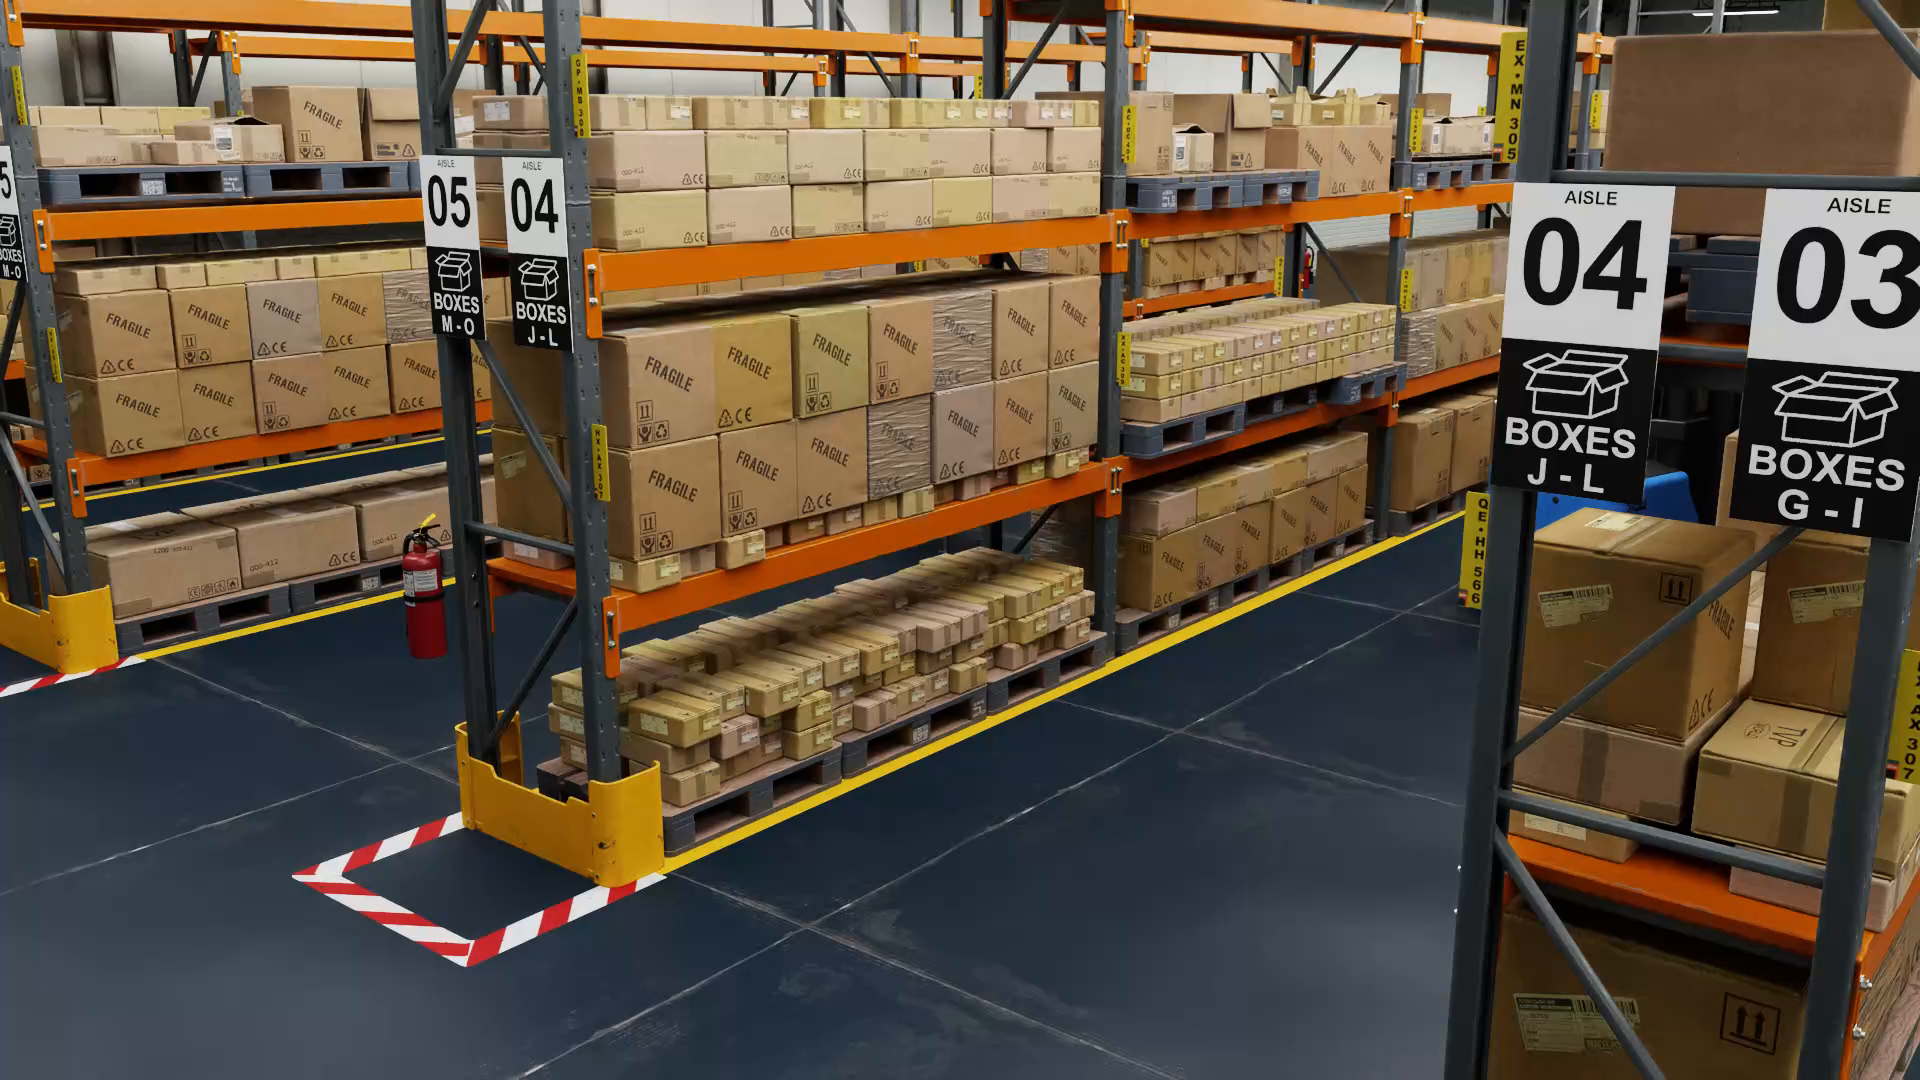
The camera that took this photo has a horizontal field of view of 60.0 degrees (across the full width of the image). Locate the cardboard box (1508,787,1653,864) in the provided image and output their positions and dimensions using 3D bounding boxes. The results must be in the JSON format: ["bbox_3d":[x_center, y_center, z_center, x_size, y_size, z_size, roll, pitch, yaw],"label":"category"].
[{"bbox_3d":[1.811,0.797,4.903,0.380,0.149,0.250,12,18,39],"label":"cardboard box"}]

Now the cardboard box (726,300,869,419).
[{"bbox_3d":[-0.806,-0.908,8.268,0.500,0.500,0.500,11,18,36],"label":"cardboard box"}]

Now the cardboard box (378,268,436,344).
[{"bbox_3d":[-4.070,-1.710,12.029,0.500,0.500,0.500,12,18,38],"label":"cardboard box"}]

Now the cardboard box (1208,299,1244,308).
[{"bbox_3d":[3.385,-2.979,21.150,0.380,0.149,0.250,12,19,40],"label":"cardboard box"}]

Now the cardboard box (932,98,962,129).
[{"bbox_3d":[-0.214,-2.221,8.661,0.380,0.149,0.250,11,18,37],"label":"cardboard box"}]

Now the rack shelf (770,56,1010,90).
[{"bbox_3d":[-0.929,-6.553,23.414,1.077,0.370,4.000,11,18,38],"label":"rack shelf"}]

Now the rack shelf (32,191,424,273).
[{"bbox_3d":[-4.608,-2.227,11.667,1.077,0.370,4.000,11,18,38],"label":"rack shelf"}]

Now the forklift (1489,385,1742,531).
[{"bbox_3d":[5.104,-1.037,11.752,3.031,2.935,1.130,-10,18,-35],"label":"forklift"}]

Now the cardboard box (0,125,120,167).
[{"bbox_3d":[-5.652,-2.472,10.419,0.500,0.250,0.500,9,17,32],"label":"cardboard box"}]

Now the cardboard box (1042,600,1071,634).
[{"bbox_3d":[0.452,0.439,10.136,0.380,0.149,0.250,10,17,35],"label":"cardboard box"}]

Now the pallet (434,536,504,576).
[{"bbox_3d":[-3.889,-0.020,13.273,1.003,0.211,1.213,11,18,38],"label":"pallet"}]

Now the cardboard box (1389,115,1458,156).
[{"bbox_3d":[3.703,-3.292,13.521,0.500,0.311,0.500,11,18,38],"label":"cardboard box"}]

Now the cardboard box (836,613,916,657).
[{"bbox_3d":[-0.462,0.532,9.166,0.380,0.149,0.250,11,18,38],"label":"cardboard box"}]

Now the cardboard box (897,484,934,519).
[{"bbox_3d":[-0.361,-0.235,8.966,0.380,0.149,0.250,12,18,39],"label":"cardboard box"}]

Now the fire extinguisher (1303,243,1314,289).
[{"bbox_3d":[4.622,-3.716,22.316,0.296,0.674,0.183,11,18,38],"label":"fire extinguisher"}]

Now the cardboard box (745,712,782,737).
[{"bbox_3d":[-1.121,0.877,8.412,0.380,0.149,0.250,12,18,38],"label":"cardboard box"}]

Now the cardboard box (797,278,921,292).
[{"bbox_3d":[-0.565,-1.194,9.391,0.500,0.500,0.500,12,18,38],"label":"cardboard box"}]

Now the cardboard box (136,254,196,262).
[{"bbox_3d":[-5.367,-1.843,11.234,0.380,0.149,0.250,12,18,39],"label":"cardboard box"}]

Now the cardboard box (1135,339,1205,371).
[{"bbox_3d":[1.339,-1.187,10.653,0.380,0.149,0.250,12,18,39],"label":"cardboard box"}]

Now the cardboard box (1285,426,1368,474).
[{"bbox_3d":[2.851,-0.708,13.020,0.500,0.250,0.500,11,18,36],"label":"cardboard box"}]

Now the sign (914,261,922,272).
[{"bbox_3d":[-0.403,-2.747,15.992,0.100,0.325,0.005,11,18,38],"label":"sign"}]

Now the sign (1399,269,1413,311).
[{"bbox_3d":[3.505,-1.965,13.075,0.100,0.325,0.005,11,18,38],"label":"sign"}]

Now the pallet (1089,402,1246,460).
[{"bbox_3d":[1.157,-0.789,11.027,1.003,0.211,1.213,11,18,38],"label":"pallet"}]

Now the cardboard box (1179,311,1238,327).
[{"bbox_3d":[1.811,-1.584,12.215,0.380,0.149,0.250,12,19,39],"label":"cardboard box"}]

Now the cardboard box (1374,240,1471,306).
[{"bbox_3d":[4.005,-2.338,14.498,0.700,0.500,0.500,11,18,37],"label":"cardboard box"}]

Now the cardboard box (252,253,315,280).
[{"bbox_3d":[-4.599,-1.858,11.292,0.380,0.149,0.250,11,18,38],"label":"cardboard box"}]

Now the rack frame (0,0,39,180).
[{"bbox_3d":[-5.865,-3.647,9.701,1.000,3.000,0.127,11,18,38],"label":"rack frame"}]

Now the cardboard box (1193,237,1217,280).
[{"bbox_3d":[2.794,-3.465,20.362,0.500,0.500,0.500,11,18,37],"label":"cardboard box"}]

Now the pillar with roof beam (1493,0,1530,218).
[{"bbox_3d":[17.622,-11.414,40.278,9.100,9.000,0.548,11,18,38],"label":"pillar with roof beam"}]

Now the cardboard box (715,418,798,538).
[{"bbox_3d":[-1.137,-0.335,8.041,0.500,0.500,0.500,11,18,38],"label":"cardboard box"}]

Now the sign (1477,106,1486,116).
[{"bbox_3d":[5.158,-4.119,16.441,0.100,0.325,0.005,11,18,38],"label":"sign"}]

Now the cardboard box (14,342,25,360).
[{"bbox_3d":[-8.310,-1.698,14.724,0.380,0.149,0.250,12,18,39],"label":"cardboard box"}]

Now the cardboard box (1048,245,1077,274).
[{"bbox_3d":[0.926,-3.116,18.137,0.500,0.500,0.500,12,19,39],"label":"cardboard box"}]

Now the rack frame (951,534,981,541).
[{"bbox_3d":[0.049,-1.033,13.424,0.400,2.100,0.015,11,18,38],"label":"rack frame"}]

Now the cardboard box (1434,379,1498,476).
[{"bbox_3d":[4.662,-1.087,15.524,1.050,0.750,0.750,11,18,38],"label":"cardboard box"}]

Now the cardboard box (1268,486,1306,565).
[{"bbox_3d":[2.218,-0.147,12.334,0.500,0.500,0.500,10,18,35],"label":"cardboard box"}]

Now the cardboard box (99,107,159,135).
[{"bbox_3d":[-7.656,-3.808,15.112,0.500,0.250,0.500,11,18,37],"label":"cardboard box"}]

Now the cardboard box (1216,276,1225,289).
[{"bbox_3d":[3.073,-3.222,20.725,0.380,0.149,0.250,11,18,37],"label":"cardboard box"}]

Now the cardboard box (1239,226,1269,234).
[{"bbox_3d":[3.476,-4.139,20.987,0.700,0.500,0.500,11,18,37],"label":"cardboard box"}]

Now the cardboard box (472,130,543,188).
[{"bbox_3d":[-1.859,-1.743,7.590,0.500,0.250,0.500,11,18,36],"label":"cardboard box"}]

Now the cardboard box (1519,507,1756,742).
[{"bbox_3d":[1.945,0.226,4.820,0.500,0.500,0.500,12,18,38],"label":"cardboard box"}]

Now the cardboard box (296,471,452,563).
[{"bbox_3d":[-4.391,-0.192,12.636,0.875,0.438,0.875,11,18,36],"label":"cardboard box"}]

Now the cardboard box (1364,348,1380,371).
[{"bbox_3d":[2.967,-1.393,12.673,0.380,0.149,0.250,11,18,37],"label":"cardboard box"}]

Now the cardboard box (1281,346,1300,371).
[{"bbox_3d":[2.150,-1.288,11.656,0.380,0.149,0.250,11,18,36],"label":"cardboard box"}]

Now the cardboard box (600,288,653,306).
[{"bbox_3d":[-2.850,-2.078,13.476,0.500,0.500,0.500,12,18,38],"label":"cardboard box"}]

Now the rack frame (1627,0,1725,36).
[{"bbox_3d":[8.105,-5.964,18.823,1.000,3.000,0.127,11,18,38],"label":"rack frame"}]

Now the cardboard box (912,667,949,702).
[{"bbox_3d":[-0.285,0.785,9.376,0.380,0.149,0.250,12,18,39],"label":"cardboard box"}]

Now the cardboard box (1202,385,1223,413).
[{"bbox_3d":[1.498,-0.946,10.910,0.380,0.149,0.250,11,18,38],"label":"cardboard box"}]

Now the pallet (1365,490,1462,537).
[{"bbox_3d":[3.631,-0.312,14.423,1.003,0.211,1.213,11,18,38],"label":"pallet"}]

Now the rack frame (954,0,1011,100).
[{"bbox_3d":[0.328,-7.478,24.784,1.000,3.000,0.127,11,18,38],"label":"rack frame"}]

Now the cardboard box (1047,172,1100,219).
[{"bbox_3d":[0.465,-2.004,9.630,0.500,0.250,0.500,12,18,39],"label":"cardboard box"}]

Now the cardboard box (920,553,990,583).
[{"bbox_3d":[-0.034,0.209,10.437,0.380,0.149,0.250,12,19,40],"label":"cardboard box"}]

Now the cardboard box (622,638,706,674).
[{"bbox_3d":[-1.549,0.648,8.707,0.380,0.149,0.250,11,18,36],"label":"cardboard box"}]

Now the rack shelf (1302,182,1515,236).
[{"bbox_3d":[4.334,-3.013,14.758,1.077,0.370,4.000,11,18,38],"label":"rack shelf"}]

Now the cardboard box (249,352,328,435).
[{"bbox_3d":[-4.710,-1.031,11.385,0.500,0.500,0.500,11,18,37],"label":"cardboard box"}]

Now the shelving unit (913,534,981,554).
[{"bbox_3d":[-0.104,-0.986,13.240,0.431,2.100,0.503,11,18,38],"label":"shelving unit"}]

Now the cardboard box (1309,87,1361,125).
[{"bbox_3d":[2.714,-3.179,12.196,0.396,0.266,0.258,11,18,38],"label":"cardboard box"}]

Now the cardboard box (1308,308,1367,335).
[{"bbox_3d":[2.801,-1.632,12.403,0.380,0.149,0.250,12,19,39],"label":"cardboard box"}]
